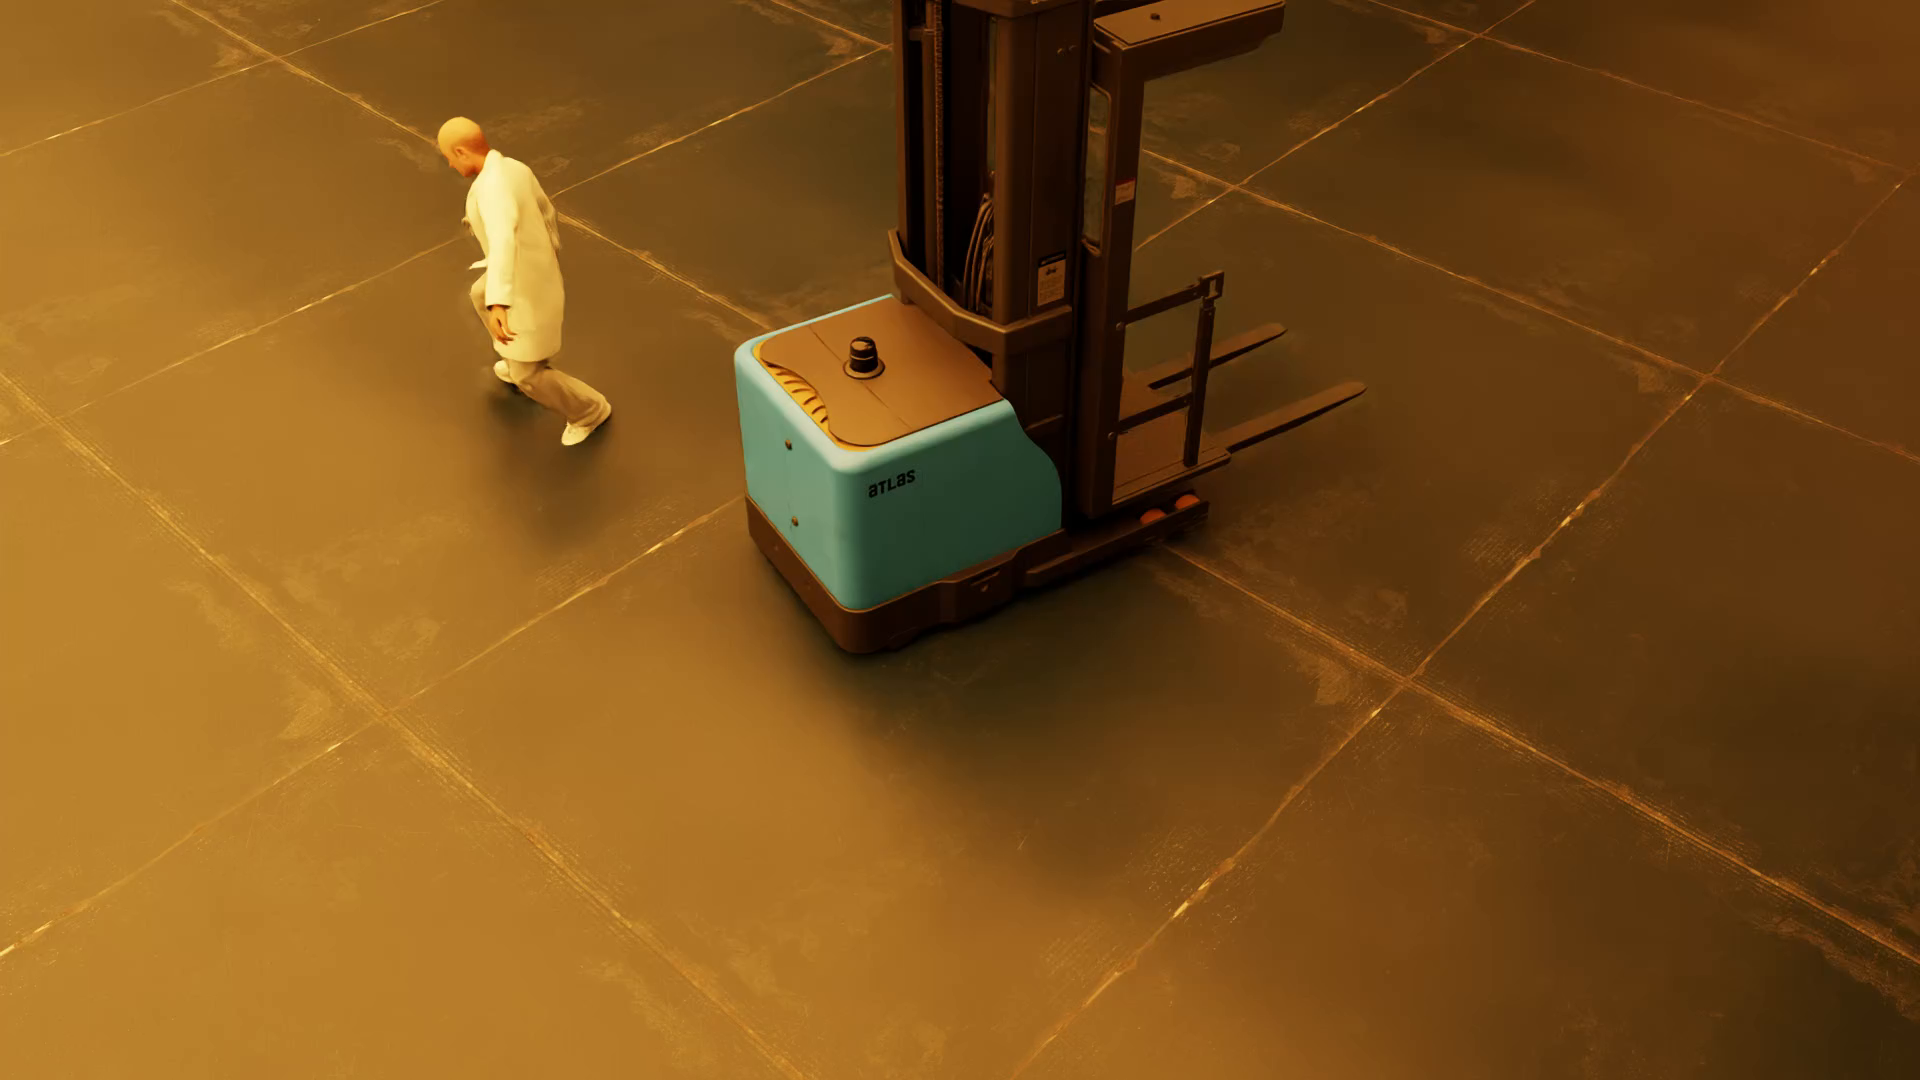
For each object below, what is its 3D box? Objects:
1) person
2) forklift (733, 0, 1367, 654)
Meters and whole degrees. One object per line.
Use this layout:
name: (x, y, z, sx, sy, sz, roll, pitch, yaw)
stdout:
person: (-2.029, -1.108, 7.754, 0.596, 1.703, 1.193, -6, 41, -7)
forklift: (0.554, -1.362, 7.015, 3.031, 2.935, 1.130, -22, 45, -24)
